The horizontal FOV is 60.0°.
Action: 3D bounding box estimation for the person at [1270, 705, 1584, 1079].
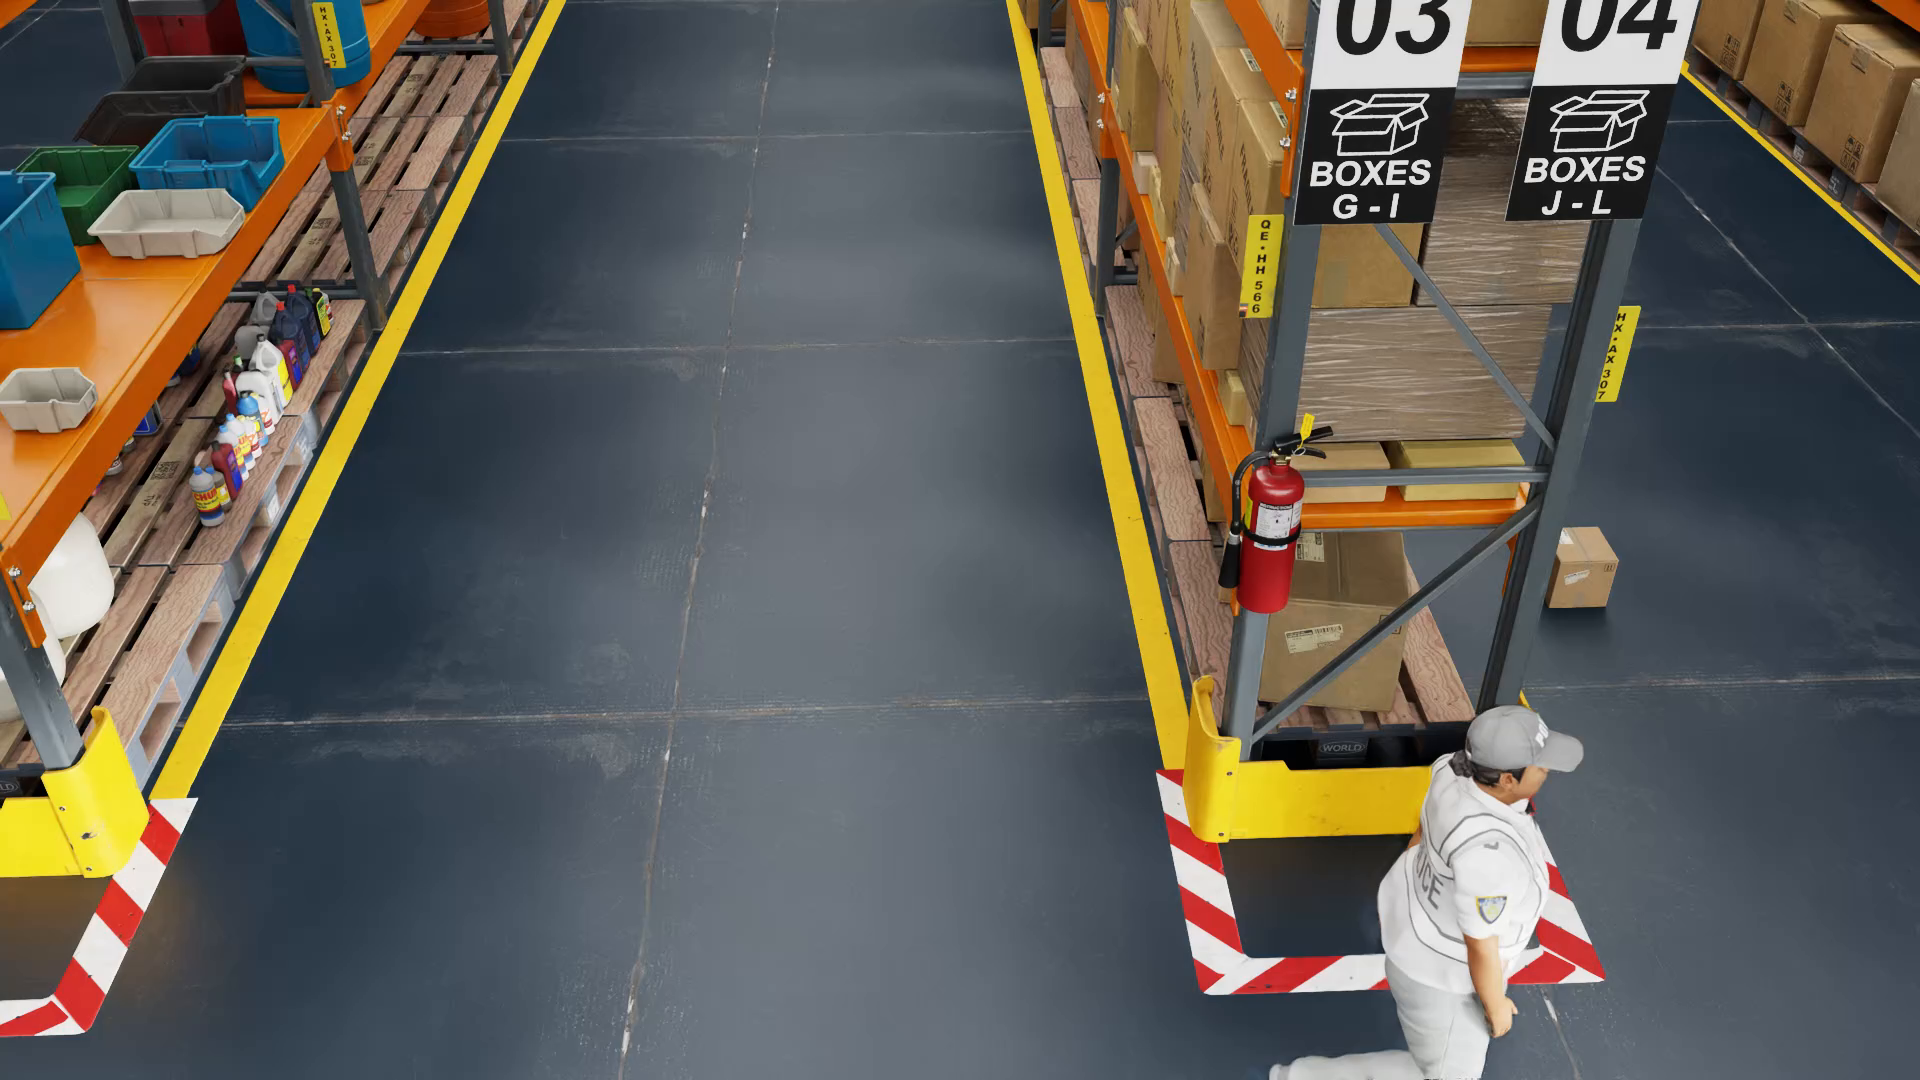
[{"bbox_3d":[1.288,1.104,4.579,0.761,1.631,0.503,4,36,6],"label":"person"}]
